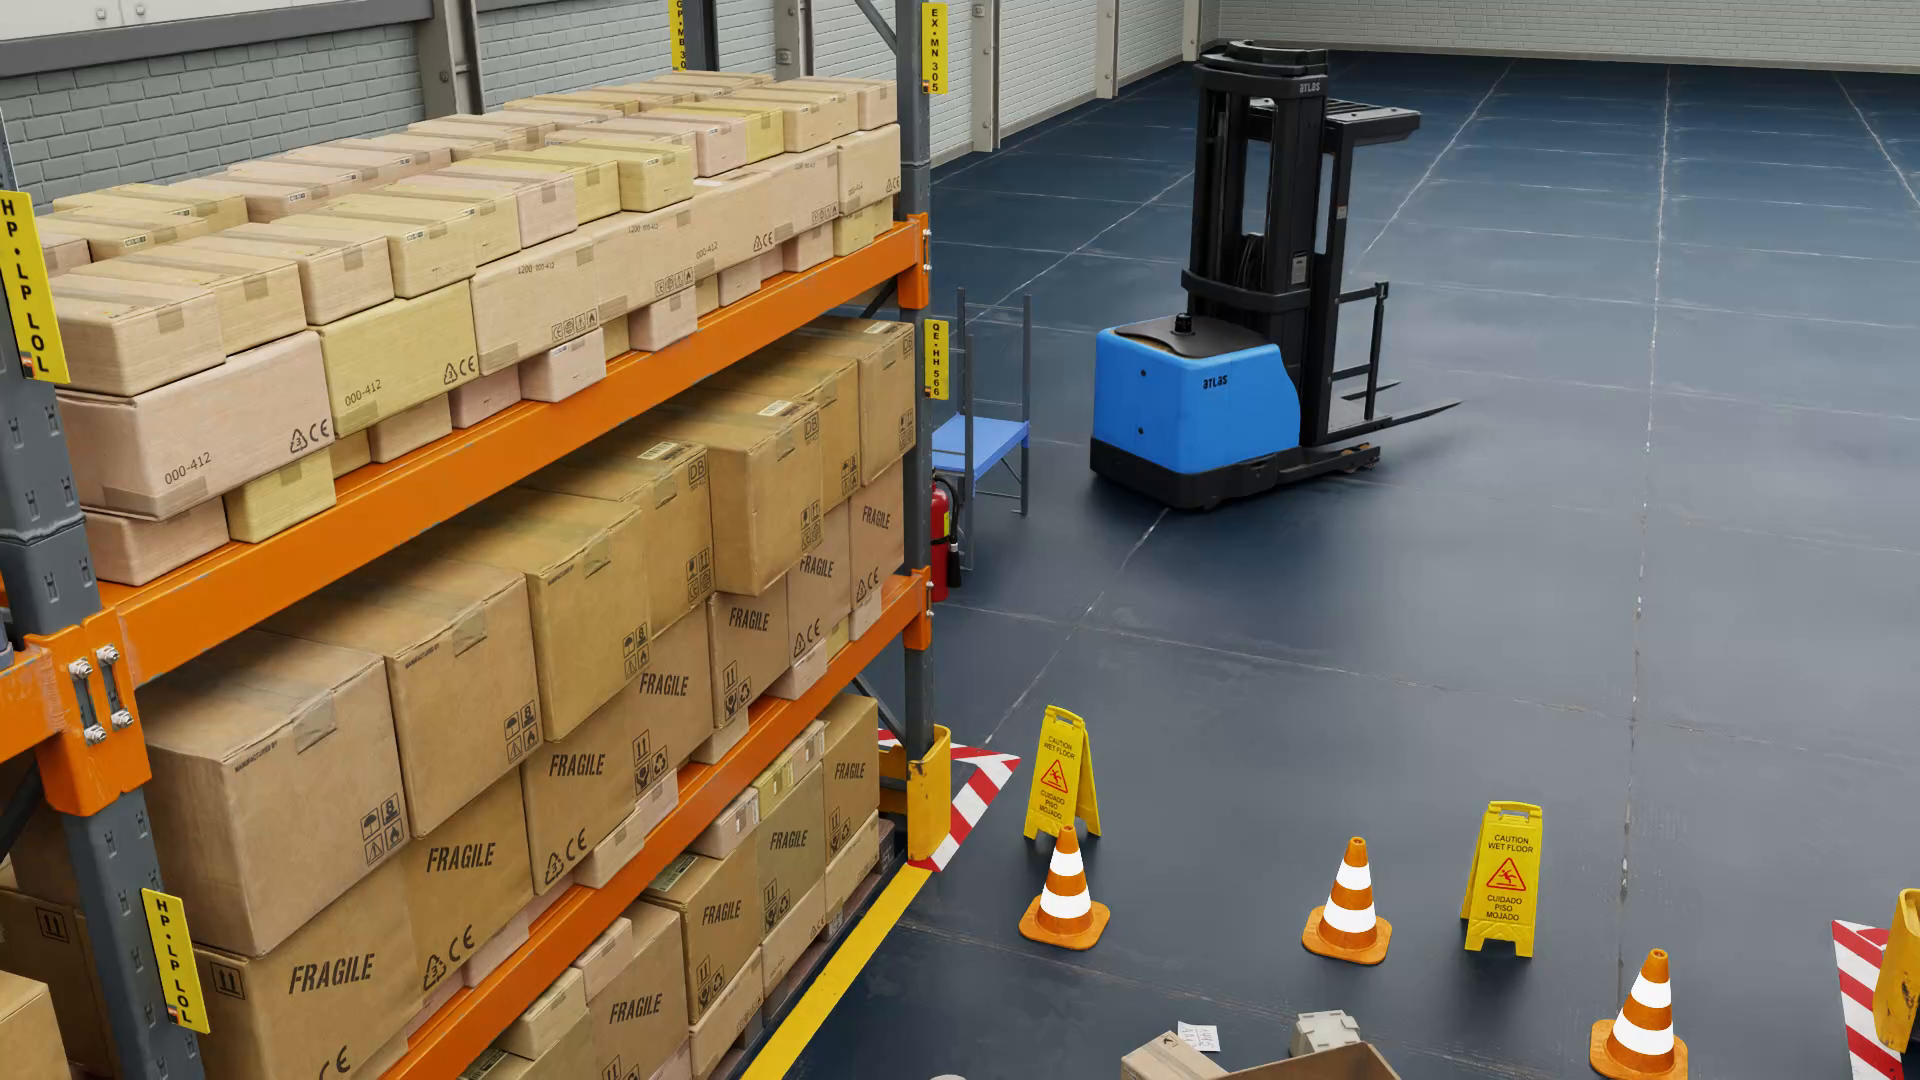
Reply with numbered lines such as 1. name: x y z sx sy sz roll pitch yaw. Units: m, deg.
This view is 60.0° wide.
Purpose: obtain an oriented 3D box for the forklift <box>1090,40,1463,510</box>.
1. forklift: 2.418 -1.979 11.686 3.031 2.935 1.130 -15 27 -32

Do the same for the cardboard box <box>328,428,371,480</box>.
1. cardboard box: -1.605 -0.233 3.850 0.380 0.149 0.250 9 24 20

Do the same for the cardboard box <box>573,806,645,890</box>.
1. cardboard box: -1.189 0.894 5.043 0.380 0.149 0.250 9 24 20

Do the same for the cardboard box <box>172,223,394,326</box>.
1. cardboard box: -1.491 -0.591 3.672 0.380 0.149 0.250 8 24 18

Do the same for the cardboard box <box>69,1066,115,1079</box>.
1. cardboard box: -2.251 1.259 4.170 0.380 0.149 0.250 9 24 20

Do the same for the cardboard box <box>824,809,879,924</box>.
1. cardboard box: -0.661 1.282 6.812 0.500 0.250 0.500 9 24 20

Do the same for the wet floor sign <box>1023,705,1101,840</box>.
1. wet floor sign: 0.463 1.042 7.418 0.267 0.644 0.232 19 29 38

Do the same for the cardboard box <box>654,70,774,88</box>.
1. cardboard box: -0.923 -1.668 6.251 0.380 0.149 0.250 9 24 20

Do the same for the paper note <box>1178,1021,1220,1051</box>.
1. paper note: 0.895 1.864 6.249 0.148 0.019 0.142 1 23 2

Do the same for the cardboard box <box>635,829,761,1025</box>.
1. cardboard box: -1.042 1.290 5.819 0.500 0.500 0.500 8 24 19

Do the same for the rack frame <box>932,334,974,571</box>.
1. rack frame: -0.157 -0.541 10.098 0.500 1.500 0.032 9 24 20

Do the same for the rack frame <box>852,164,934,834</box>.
1. rack frame: -0.601 -0.130 7.169 1.000 3.000 0.127 9 24 20

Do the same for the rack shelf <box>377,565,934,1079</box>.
1. rack shelf: -1.344 0.918 5.594 1.077 0.370 4.000 9 24 20

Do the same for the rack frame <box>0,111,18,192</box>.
1. rack frame: -5.211 -0.839 8.867 1.000 3.000 0.127 9 24 20

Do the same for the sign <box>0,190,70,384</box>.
1. sign: -1.571 -0.424 2.801 0.100 0.325 0.005 9 24 20

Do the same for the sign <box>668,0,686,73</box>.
1. sign: -1.105 -1.995 6.608 0.100 0.325 0.005 9 24 20

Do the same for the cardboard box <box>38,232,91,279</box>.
1. cardboard box: -2.147 -0.583 3.654 0.380 0.149 0.250 8 24 19

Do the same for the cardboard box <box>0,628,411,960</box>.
1. cardboard box: -1.723 0.531 3.775 0.700 0.500 0.500 9 24 20

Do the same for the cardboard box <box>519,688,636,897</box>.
1. cardboard box: -1.302 0.640 4.810 0.500 0.500 0.500 9 24 20

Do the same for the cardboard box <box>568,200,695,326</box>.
1. cardboard box: -1.103 -0.813 4.721 0.500 0.250 0.500 9 24 21

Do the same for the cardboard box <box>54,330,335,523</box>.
1. cardboard box: -1.670 -0.269 3.418 0.500 0.250 0.500 8 24 19

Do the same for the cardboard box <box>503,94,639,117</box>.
1. cardboard box: -1.314 -1.416 5.647 0.380 0.149 0.250 9 24 20

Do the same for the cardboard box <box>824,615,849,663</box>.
1. cardboard box: -0.648 0.346 6.356 0.380 0.149 0.250 8 24 19

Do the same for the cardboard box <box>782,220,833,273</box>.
1. cardboard box: -0.667 -1.046 5.797 0.380 0.149 0.250 10 25 22

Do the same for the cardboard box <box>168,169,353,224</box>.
1. cardboard box: -1.800 -0.854 4.303 0.380 0.149 0.250 8 24 19

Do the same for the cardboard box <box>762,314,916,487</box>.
1. cardboard box: -0.589 -0.560 6.387 0.700 0.500 0.500 8 24 19

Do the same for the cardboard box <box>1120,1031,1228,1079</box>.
1. cardboard box: 0.787 1.944 5.903 0.250 0.149 0.380 -17 28 -35

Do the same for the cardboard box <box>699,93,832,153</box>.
1. cardboard box: -0.662 -1.422 5.662 0.380 0.149 0.250 8 24 19

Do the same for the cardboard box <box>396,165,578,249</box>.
1. cardboard box: -1.234 -0.874 4.351 0.380 0.149 0.250 8 24 19

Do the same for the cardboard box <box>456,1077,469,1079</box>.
1. cardboard box: -1.515 1.523 4.421 0.380 0.149 0.250 9 24 21

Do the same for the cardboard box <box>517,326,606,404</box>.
1. cardboard box: -1.183 -0.492 4.469 0.380 0.149 0.250 8 24 19

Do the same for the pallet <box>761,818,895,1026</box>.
1. pallet: -0.964 1.470 6.957 1.003 0.211 1.213 9 24 20

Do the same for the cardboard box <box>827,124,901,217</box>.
1. cardboard box: -0.541 -1.360 6.031 0.500 0.250 0.500 8 24 19

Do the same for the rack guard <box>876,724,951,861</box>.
1. rack guard: -0.630 1.051 7.585 1.175 0.500 0.348 9 24 20

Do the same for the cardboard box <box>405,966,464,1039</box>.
1. cardboard box: -1.556 1.154 4.422 0.380 0.149 0.250 9 24 20

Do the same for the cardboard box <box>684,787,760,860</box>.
1. cardboard box: -0.927 0.949 5.795 0.380 0.149 0.250 10 25 22

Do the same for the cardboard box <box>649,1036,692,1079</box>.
1. cardboard box: -1.235 1.821 5.520 0.500 0.250 0.500 8 24 19

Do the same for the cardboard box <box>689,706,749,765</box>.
1. cardboard box: -0.952 0.618 5.704 0.380 0.149 0.250 9 24 20

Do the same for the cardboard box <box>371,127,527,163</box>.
1. cardboard box: -1.517 -1.128 4.958 0.380 0.149 0.250 9 24 21

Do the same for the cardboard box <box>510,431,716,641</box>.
1. cardboard box: -1.192 -0.024 5.104 0.700 0.500 0.500 9 24 20

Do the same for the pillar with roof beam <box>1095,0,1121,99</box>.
1. pillar with roof beam: 6.605 -11.459 26.509 9.100 9.000 0.400 9 24 20

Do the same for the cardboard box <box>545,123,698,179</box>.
1. cardboard box: -1.023 -1.162 5.040 0.380 0.149 0.250 8 24 19

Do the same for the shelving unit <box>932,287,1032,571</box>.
1. shelving unit: 0.032 -0.723 10.534 0.538 1.500 1.048 9 24 20

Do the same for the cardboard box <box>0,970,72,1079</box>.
1. cardboard box: -2.046 1.123 3.110 0.500 0.500 0.500 8 24 19

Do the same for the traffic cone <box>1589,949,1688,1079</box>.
1. traffic cone: 2.516 1.700 6.079 0.336 0.463 0.334 9 24 20

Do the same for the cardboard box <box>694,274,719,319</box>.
1. cardboard box: -0.976 -0.776 5.150 0.380 0.149 0.250 8 24 19

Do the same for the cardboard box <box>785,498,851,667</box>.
1. cardboard box: -0.738 0.099 6.105 0.500 0.500 0.500 9 24 20
